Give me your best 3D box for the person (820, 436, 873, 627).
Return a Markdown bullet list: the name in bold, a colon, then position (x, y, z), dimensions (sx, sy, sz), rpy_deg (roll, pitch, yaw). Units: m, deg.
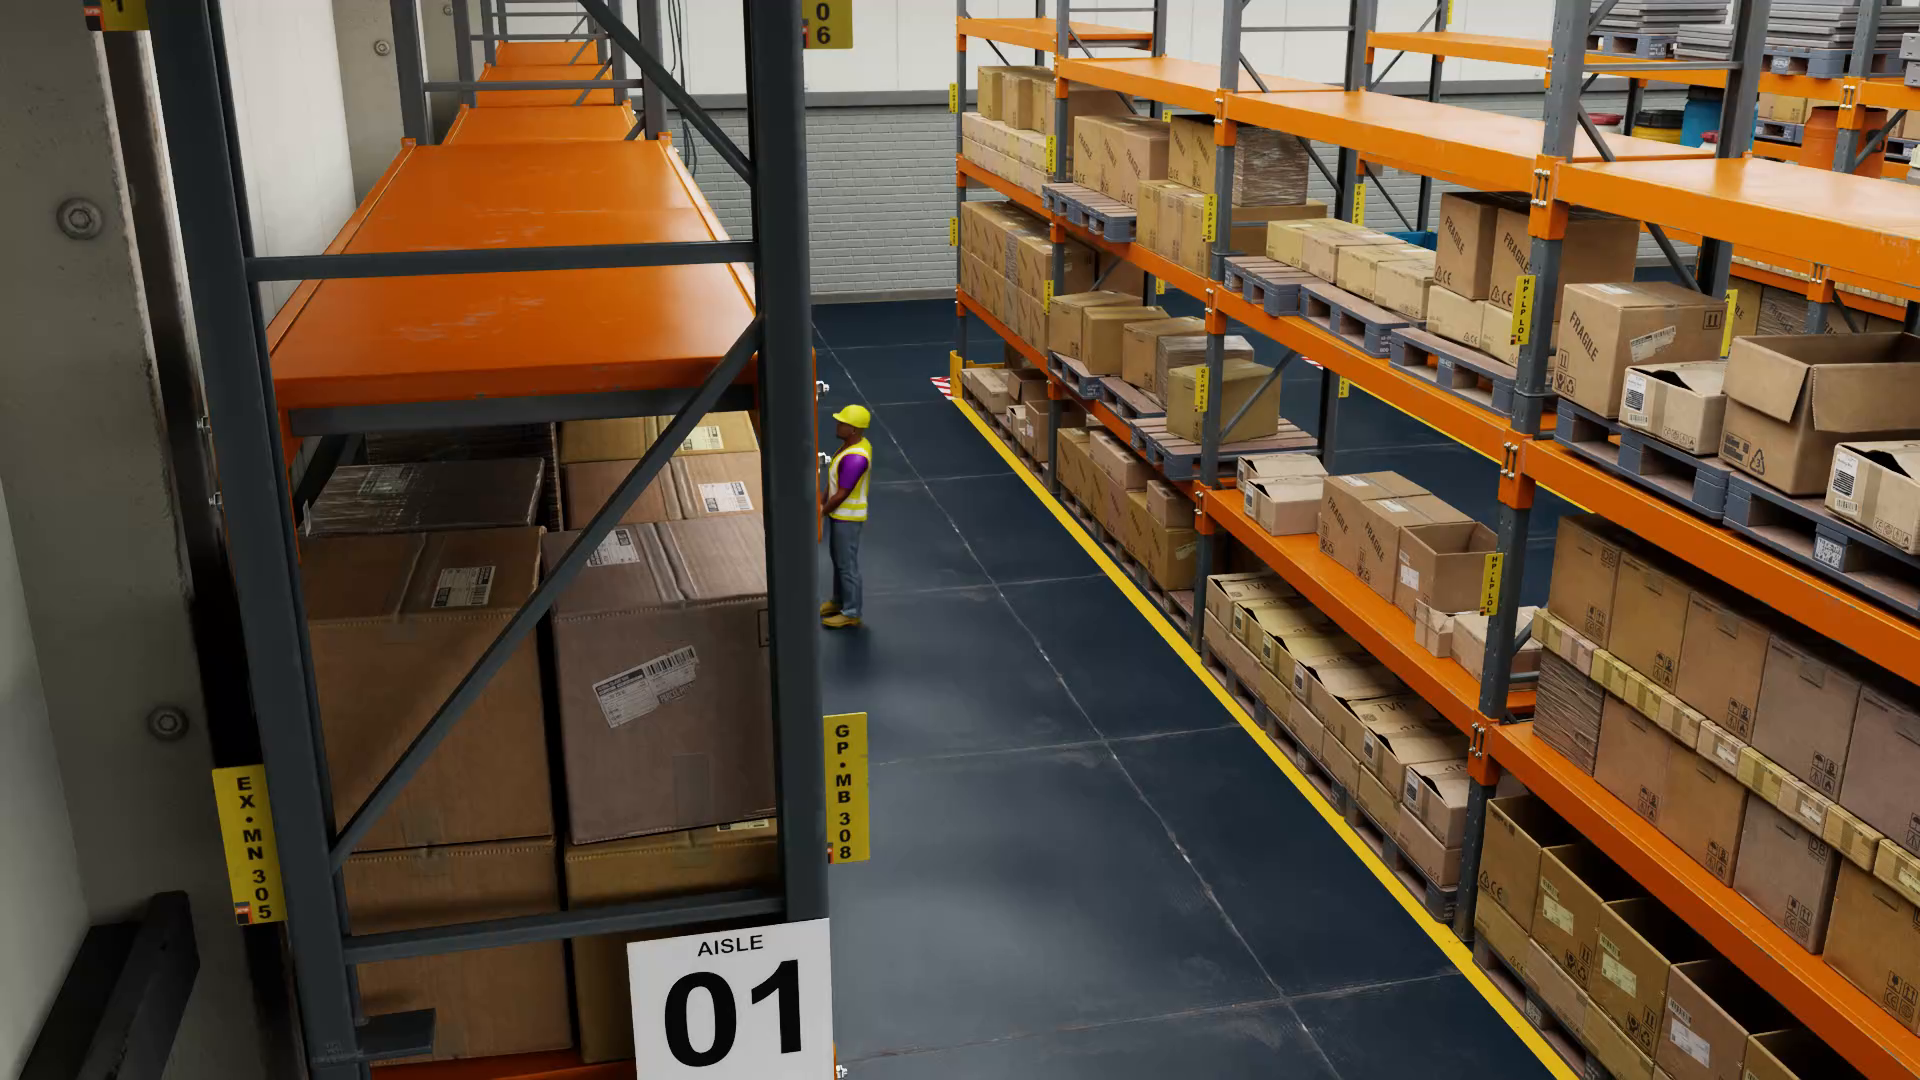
- **person**: position (8.640, -0.040, 10.313), dimensions (19.361, 3.194, 6.553), rpy_deg (-1, 20, -3)
